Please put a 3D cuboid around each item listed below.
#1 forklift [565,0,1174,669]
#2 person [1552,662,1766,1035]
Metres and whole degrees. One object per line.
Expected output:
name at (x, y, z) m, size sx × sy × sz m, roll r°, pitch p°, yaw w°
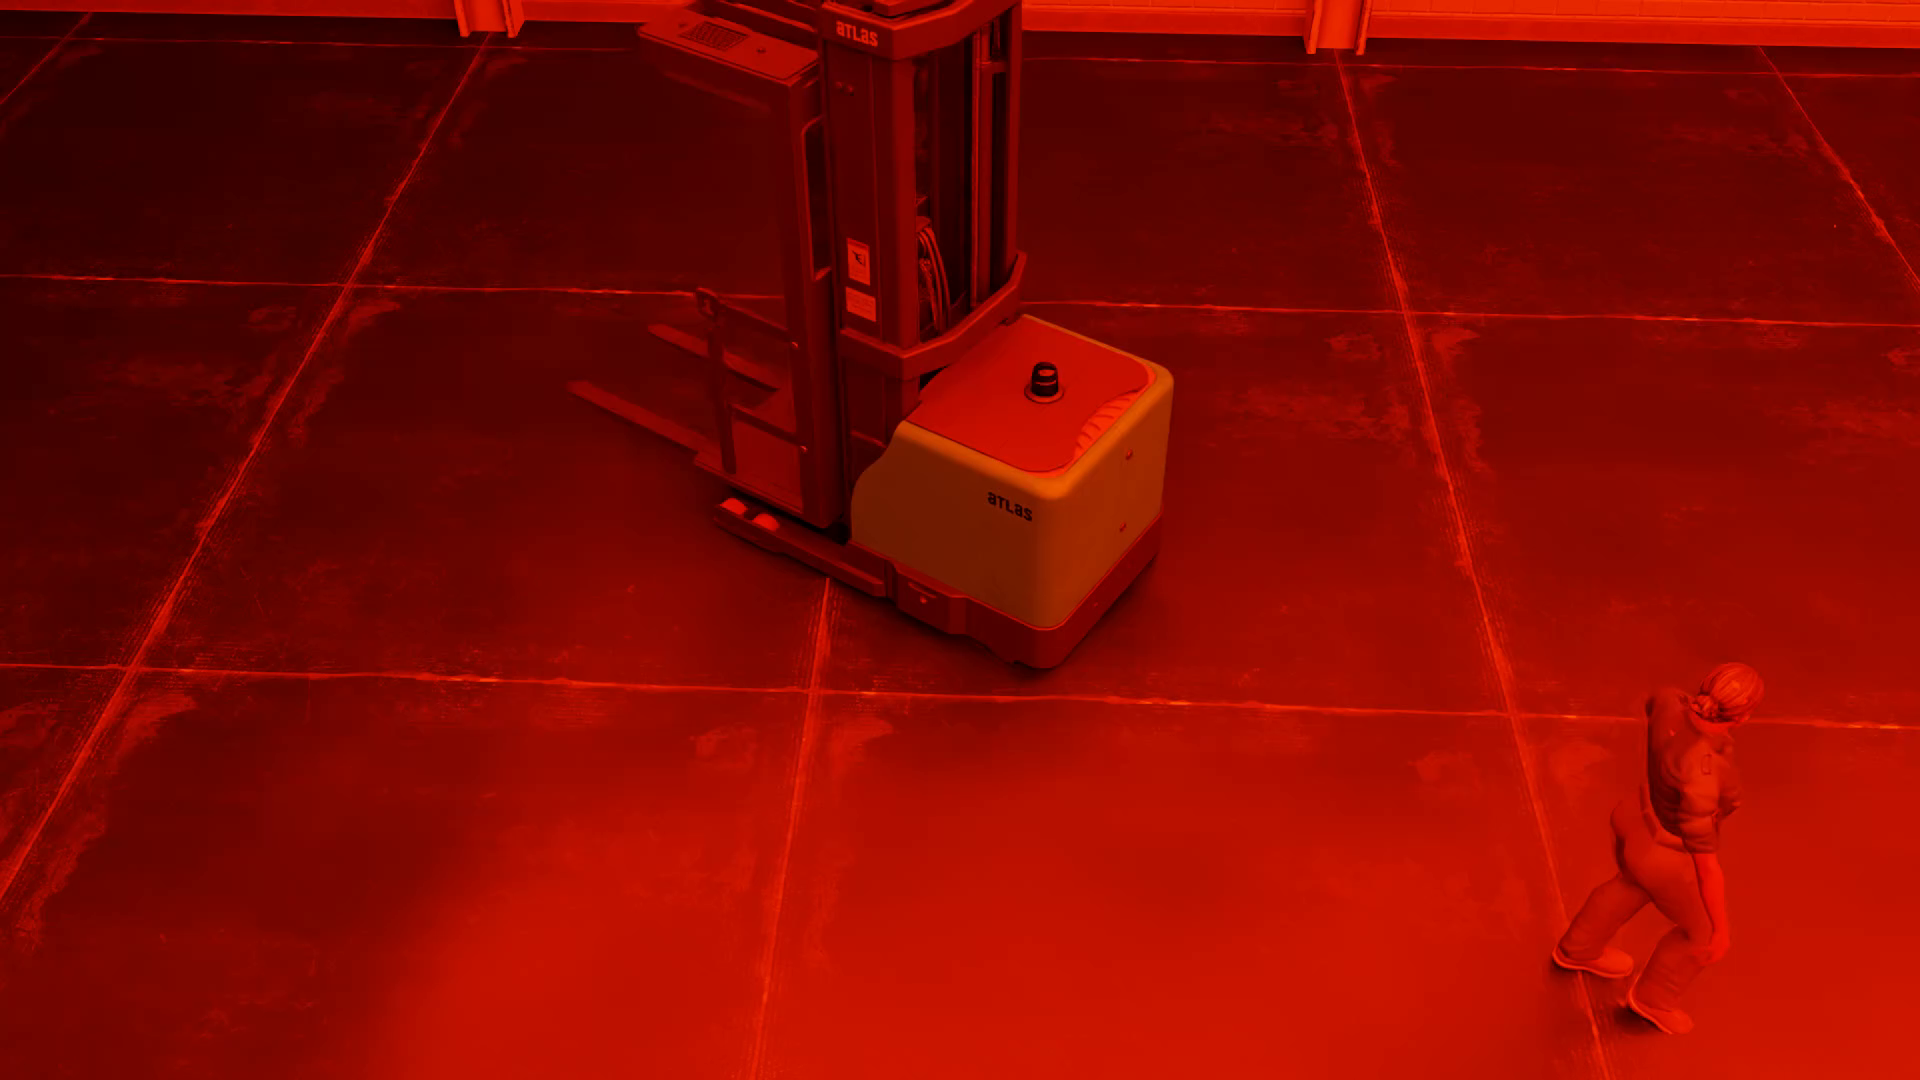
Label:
forklift at (-0.571, -1.310, 7.177) m, size 3.031 × 2.935 × 1.130 m, roll 25°, pitch 48°, yaw 25°
person at (2.438, 1.037, 5.613) m, size 0.479 × 1.686 × 0.872 m, roll 3°, pitch 42°, yaw 3°
